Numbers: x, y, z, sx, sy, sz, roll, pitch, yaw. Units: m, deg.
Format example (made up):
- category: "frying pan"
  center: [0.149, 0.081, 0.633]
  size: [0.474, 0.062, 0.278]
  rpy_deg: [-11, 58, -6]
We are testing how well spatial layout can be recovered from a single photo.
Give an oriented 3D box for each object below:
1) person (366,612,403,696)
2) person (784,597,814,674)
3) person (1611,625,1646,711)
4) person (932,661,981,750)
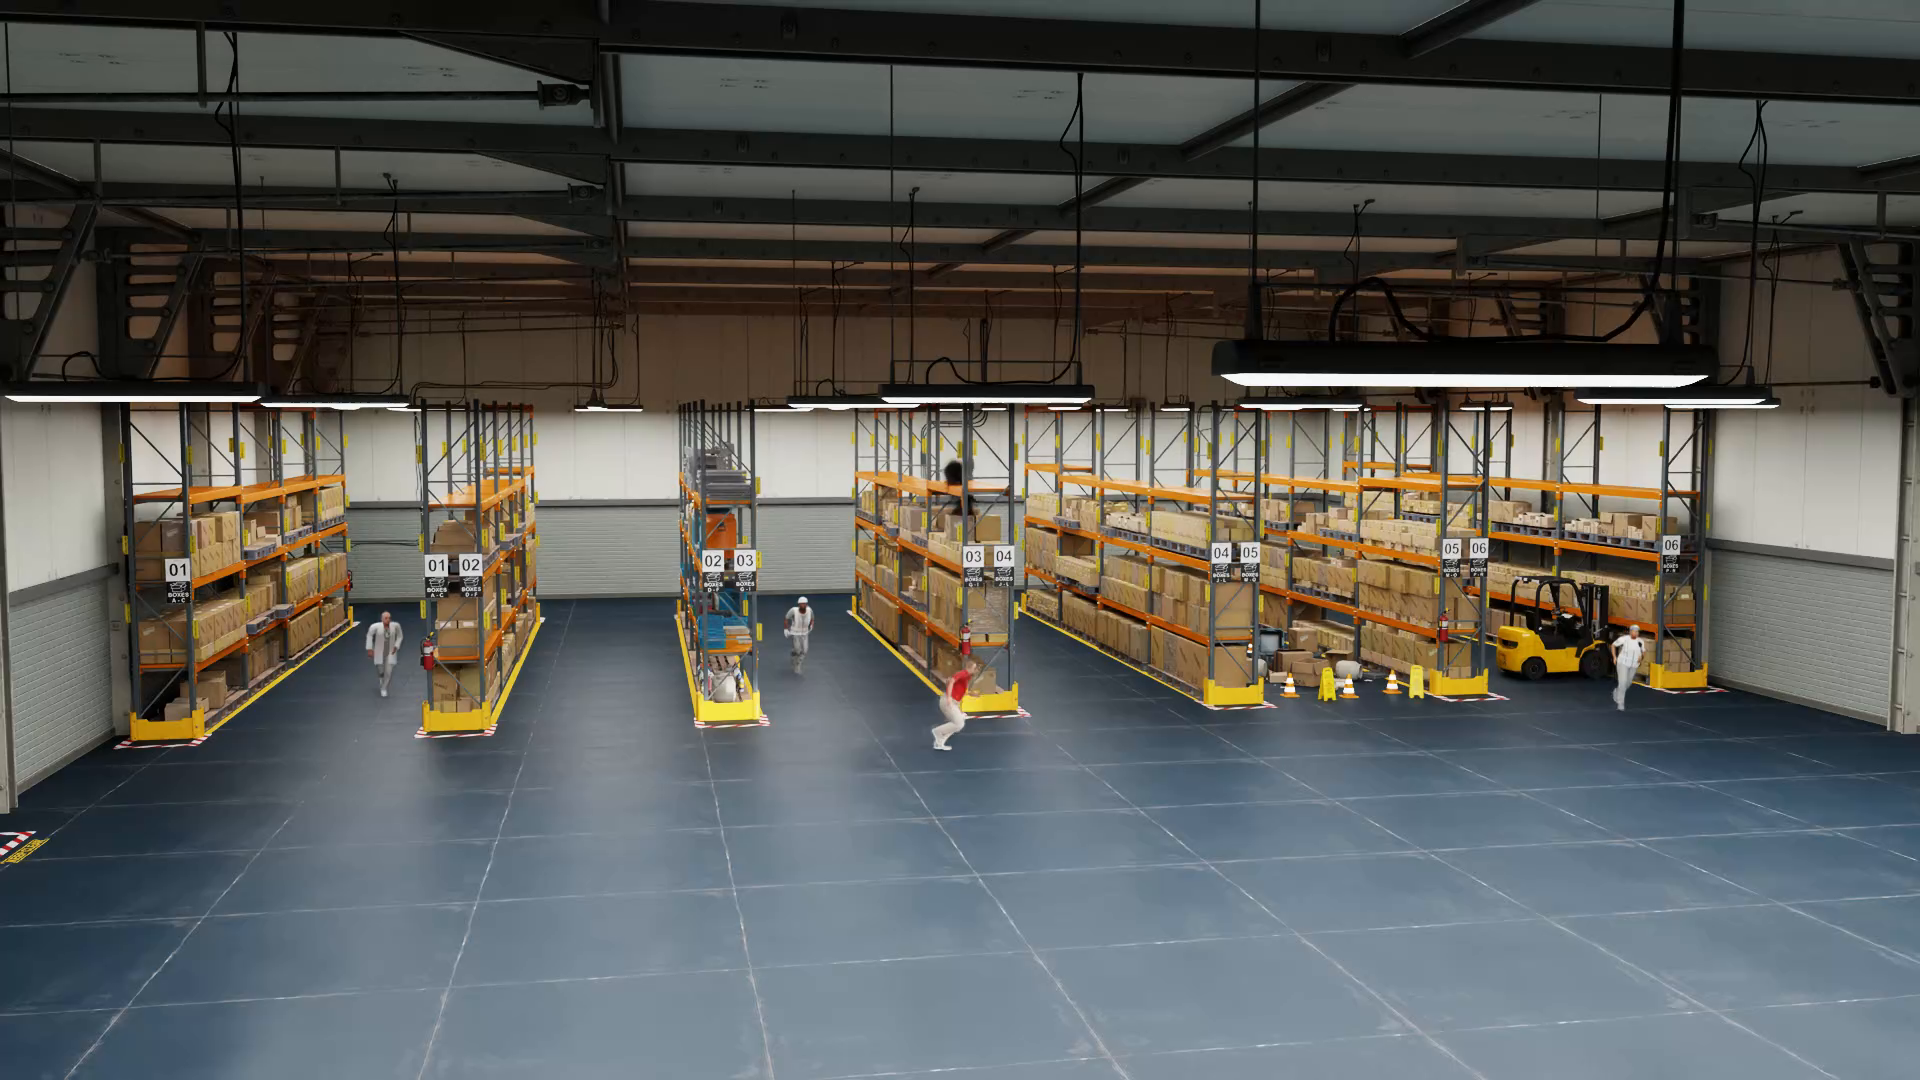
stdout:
- category: "person"
  center: [-11.733, 2.313, 33.946]
  size: [0.721, 1.712, 0.588]
  rpy_deg: [-2, 5, -27]
- category: "person"
  center: [-3.544, 2.094, 36.794]
  size: [0.663, 1.704, 0.716]
  rpy_deg: [-3, 5, -31]
- category: "person"
  center: [13.054, 2.455, 32.477]
  size: [0.651, 1.626, 0.860]
  rpy_deg: [0, 4, -3]
- category: "person"
  center: [-0.061, 2.825, 28.261]
  size: [0.833, 1.548, 0.696]
  rpy_deg: [0, 4, 4]
